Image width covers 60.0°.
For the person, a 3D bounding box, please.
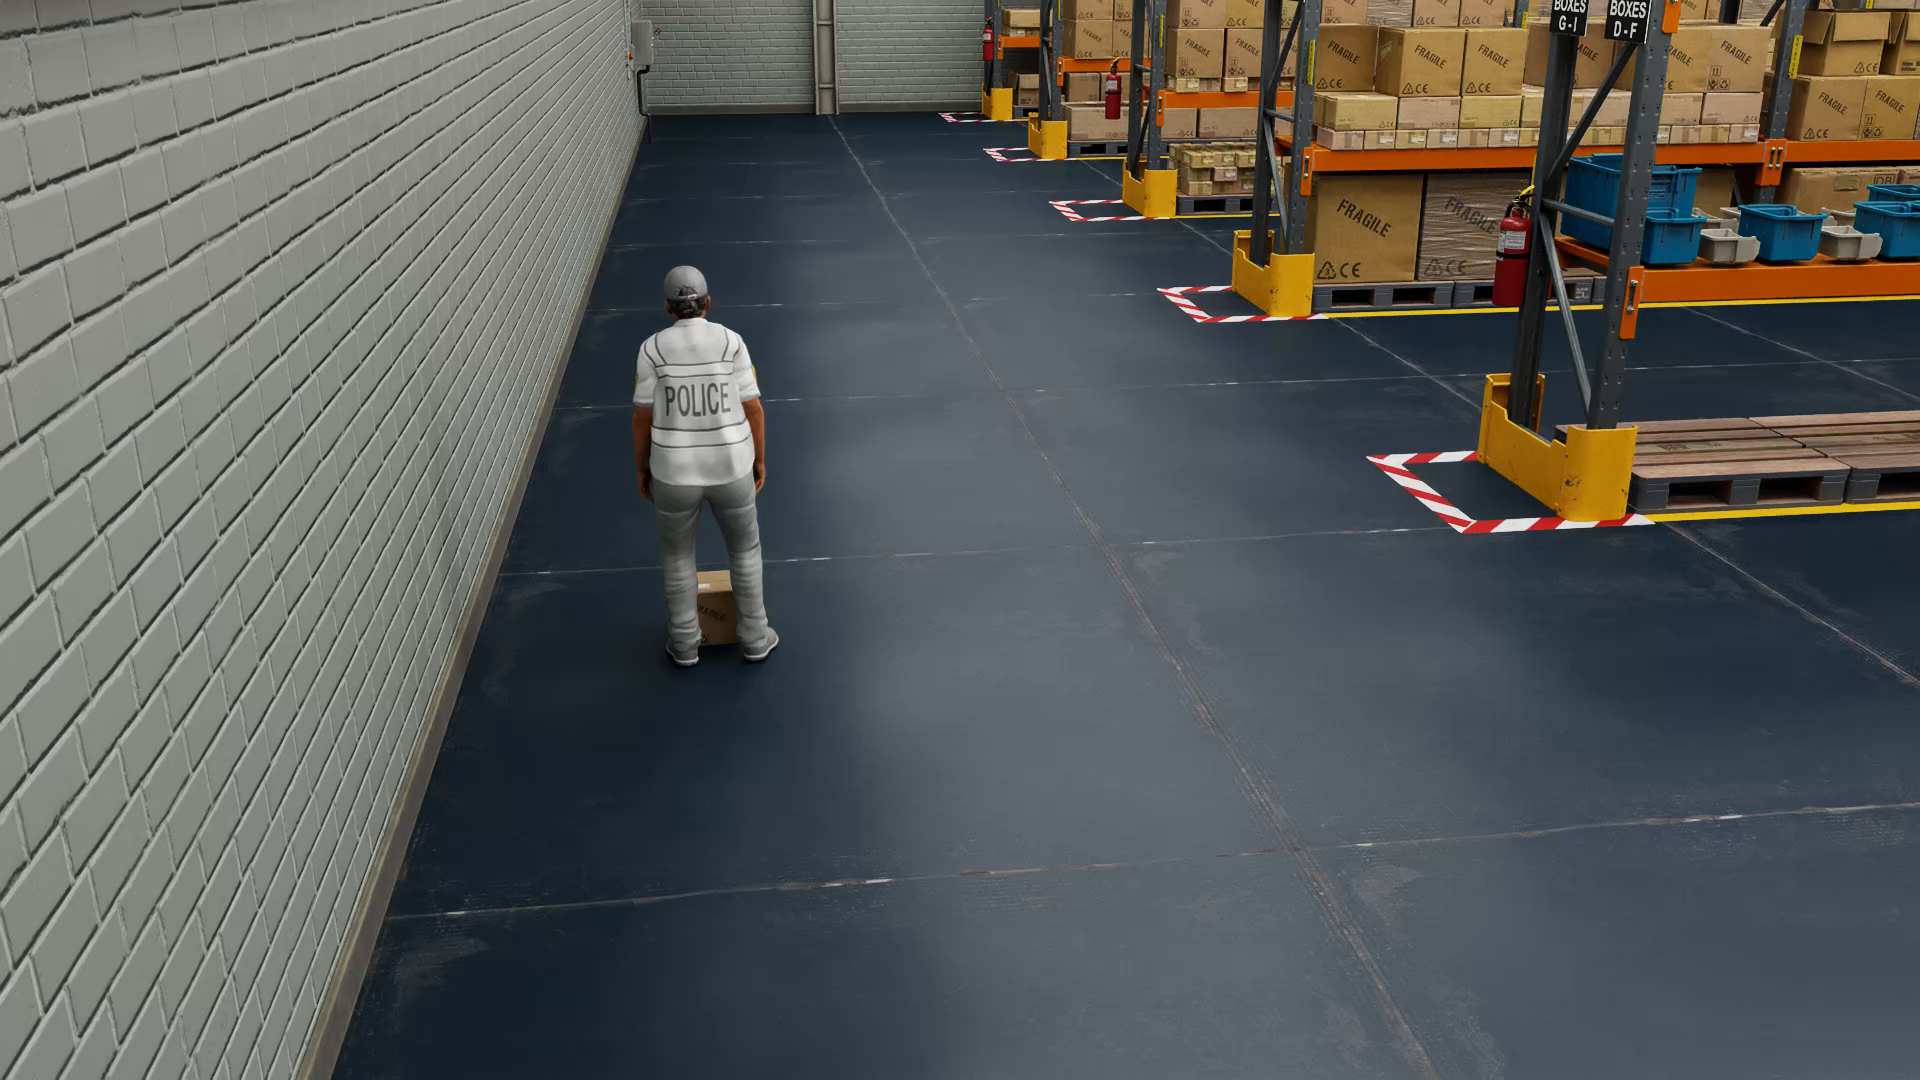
[{"bbox_3d":[-1.055,-0.293,6.863,0.559,1.667,0.467,-4,20,-10],"label":"person"}]
